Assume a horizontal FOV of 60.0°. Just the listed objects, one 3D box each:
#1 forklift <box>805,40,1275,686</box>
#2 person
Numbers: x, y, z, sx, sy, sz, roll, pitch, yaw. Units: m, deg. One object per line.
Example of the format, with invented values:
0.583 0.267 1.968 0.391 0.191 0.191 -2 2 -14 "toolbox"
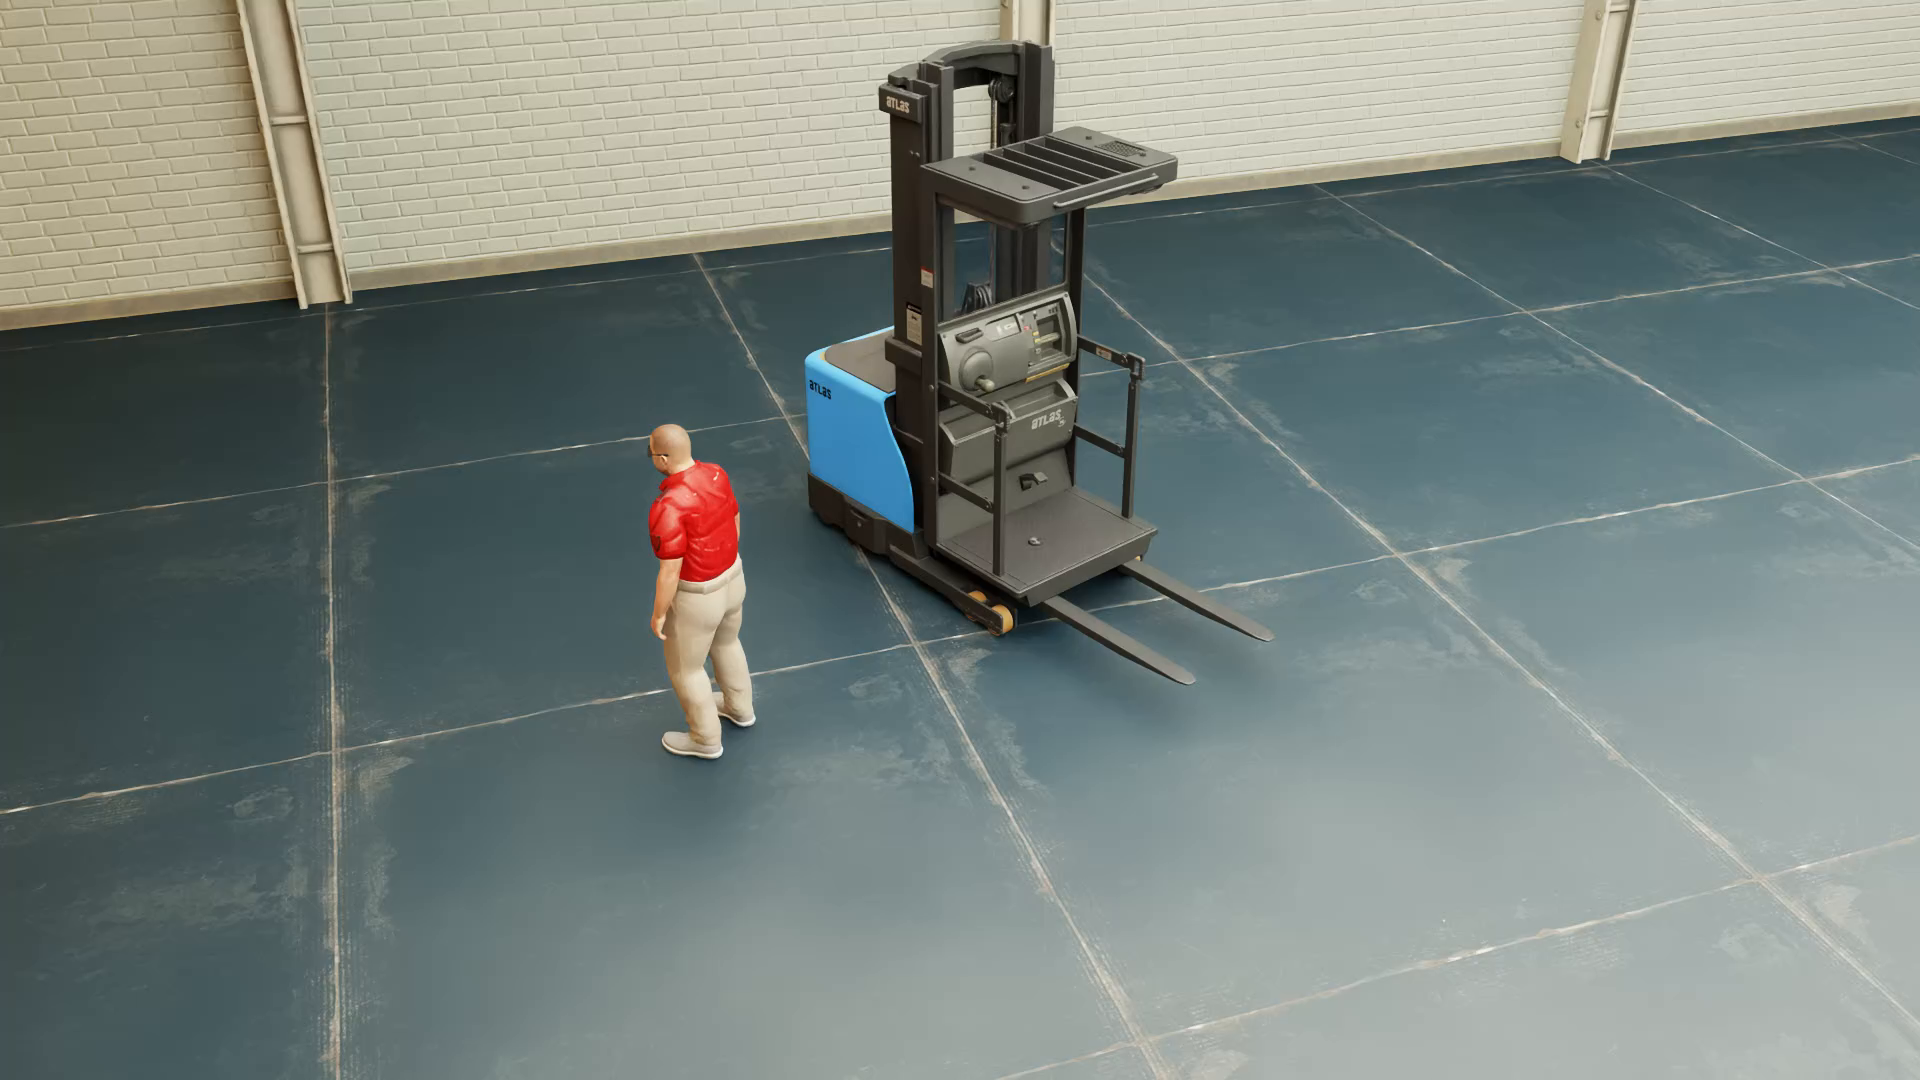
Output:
0.409 -1.033 8.882 1.130 2.935 3.031 -23 37 -34 "forklift"
-1.241 0.239 7.876 0.389 1.727 0.603 15 33 25 "person"
